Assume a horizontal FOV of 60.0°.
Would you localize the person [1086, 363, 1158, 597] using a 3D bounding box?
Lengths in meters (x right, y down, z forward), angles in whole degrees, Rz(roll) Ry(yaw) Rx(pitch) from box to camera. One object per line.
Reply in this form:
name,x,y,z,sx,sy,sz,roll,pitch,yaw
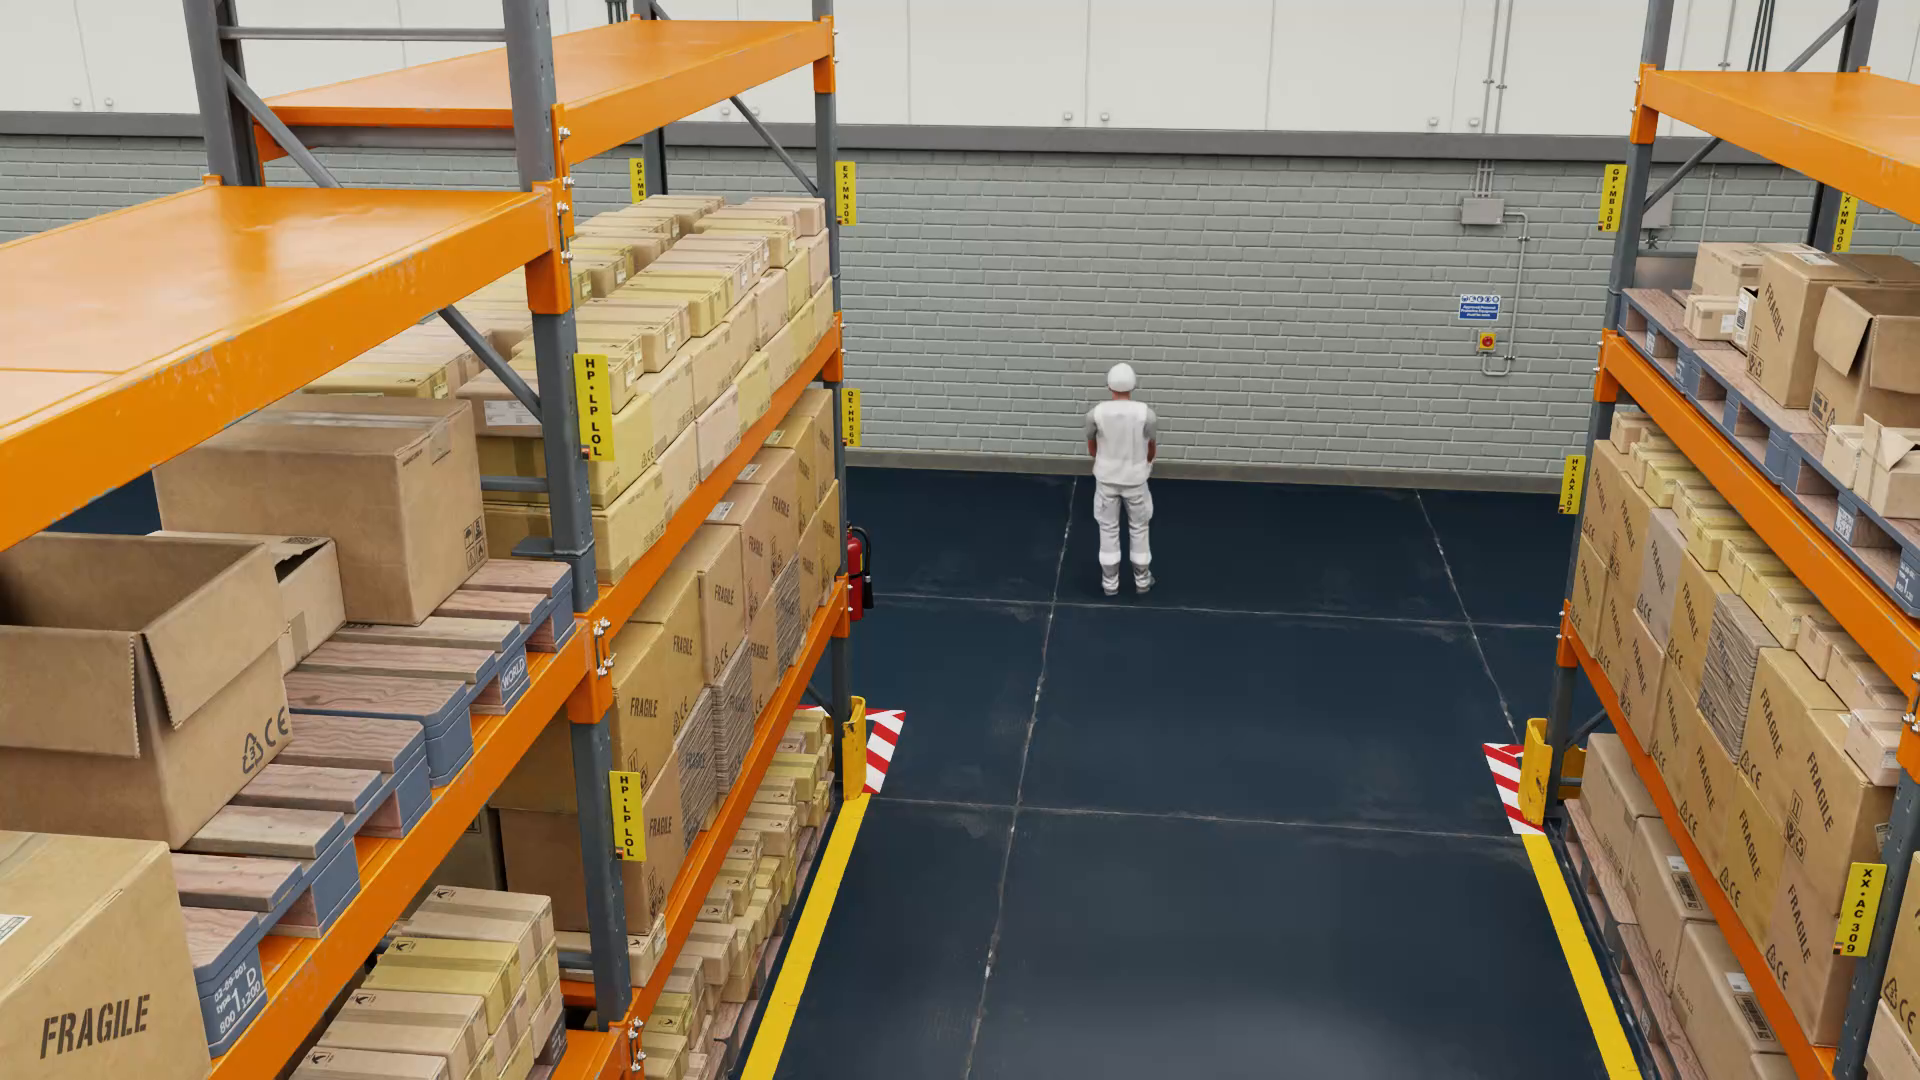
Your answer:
person,1.194,-0.460,12.231,0.541,1.793,0.505,3,21,9
